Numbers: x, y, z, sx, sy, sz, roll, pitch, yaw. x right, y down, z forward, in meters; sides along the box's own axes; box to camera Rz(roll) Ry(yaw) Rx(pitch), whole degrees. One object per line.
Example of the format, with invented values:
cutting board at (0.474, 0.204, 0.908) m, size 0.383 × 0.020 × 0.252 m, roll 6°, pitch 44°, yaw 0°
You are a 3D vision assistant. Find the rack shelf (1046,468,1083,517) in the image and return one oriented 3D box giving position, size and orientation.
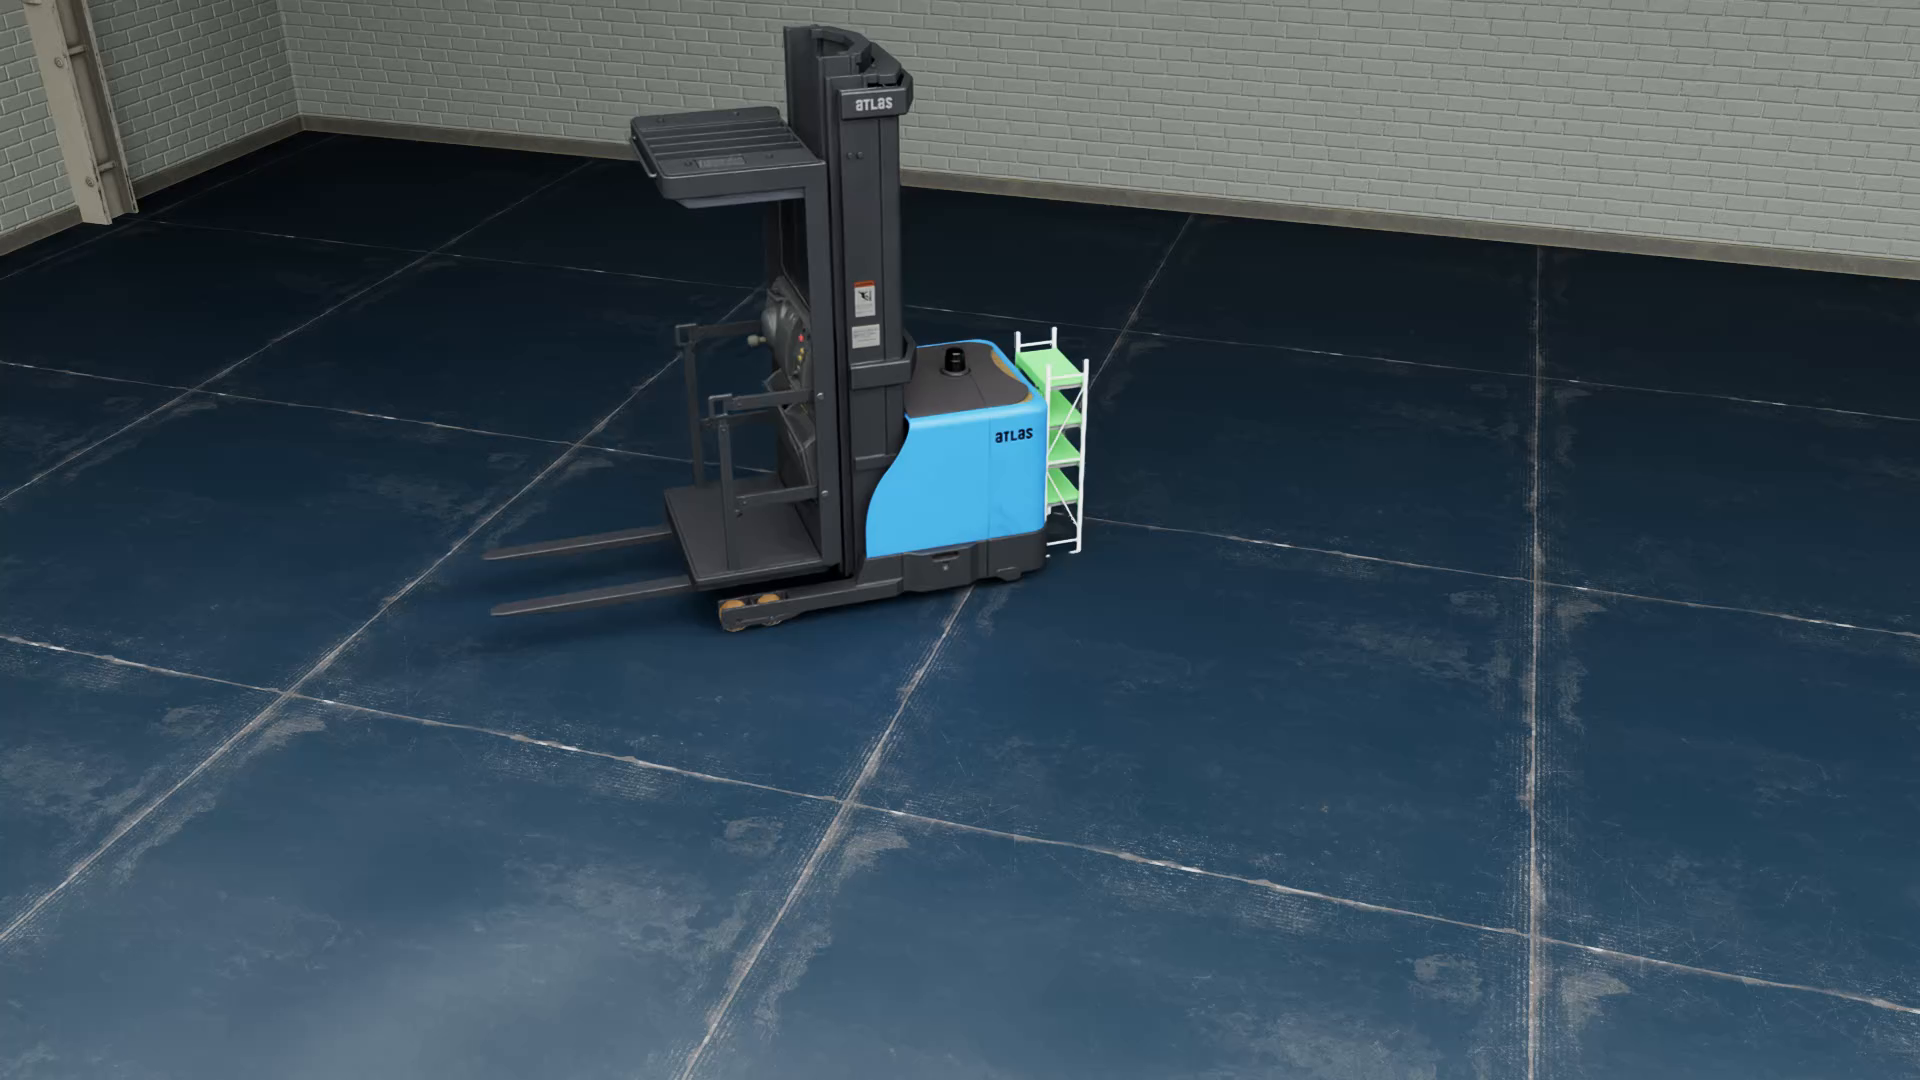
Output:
rack shelf at (0.506, -0.288, 9.658) m, size 0.258 × 0.148 × 0.480 m, roll -9°, pitch 30°, yaw -16°

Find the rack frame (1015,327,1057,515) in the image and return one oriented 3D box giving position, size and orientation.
rack frame at (0.431, -0.666, 9.713) m, size 0.240 × 1.200 × 0.015 m, roll -9°, pitch 30°, yaw -16°

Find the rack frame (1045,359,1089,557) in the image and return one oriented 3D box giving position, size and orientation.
rack frame at (0.582, -0.441, 9.307) m, size 0.240 × 1.200 × 0.015 m, roll -9°, pitch 30°, yaw -16°

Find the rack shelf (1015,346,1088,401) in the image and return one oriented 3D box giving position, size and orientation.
rack shelf at (0.508, -0.917, 9.308) m, size 0.258 × 0.148 × 0.480 m, roll -9°, pitch 30°, yaw -16°

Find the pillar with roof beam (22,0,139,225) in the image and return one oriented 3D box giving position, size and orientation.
pillar with roof beam at (-3.550, -6.236, 11.703) m, size 9.100 × 9.000 × 0.400 m, roll 8°, pitch 30°, yaw 15°

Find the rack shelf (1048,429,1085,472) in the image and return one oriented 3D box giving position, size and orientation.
rack shelf at (0.507, -0.498, 9.541) m, size 0.258 × 0.148 × 0.480 m, roll -9°, pitch 30°, yaw -16°

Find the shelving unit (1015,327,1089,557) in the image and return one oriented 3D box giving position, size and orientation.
shelving unit at (0.507, -0.553, 9.510) m, size 0.258 × 1.200 × 0.503 m, roll -9°, pitch 30°, yaw -16°

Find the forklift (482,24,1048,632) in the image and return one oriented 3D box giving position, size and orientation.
forklift at (-1.089, -1.080, 8.677) m, size 3.031 × 2.935 × 1.130 m, roll -9°, pitch 30°, yaw -16°

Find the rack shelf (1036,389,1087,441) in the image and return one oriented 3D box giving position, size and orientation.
rack shelf at (0.507, -0.707, 9.425) m, size 0.258 × 0.148 × 0.480 m, roll -9°, pitch 30°, yaw -16°
